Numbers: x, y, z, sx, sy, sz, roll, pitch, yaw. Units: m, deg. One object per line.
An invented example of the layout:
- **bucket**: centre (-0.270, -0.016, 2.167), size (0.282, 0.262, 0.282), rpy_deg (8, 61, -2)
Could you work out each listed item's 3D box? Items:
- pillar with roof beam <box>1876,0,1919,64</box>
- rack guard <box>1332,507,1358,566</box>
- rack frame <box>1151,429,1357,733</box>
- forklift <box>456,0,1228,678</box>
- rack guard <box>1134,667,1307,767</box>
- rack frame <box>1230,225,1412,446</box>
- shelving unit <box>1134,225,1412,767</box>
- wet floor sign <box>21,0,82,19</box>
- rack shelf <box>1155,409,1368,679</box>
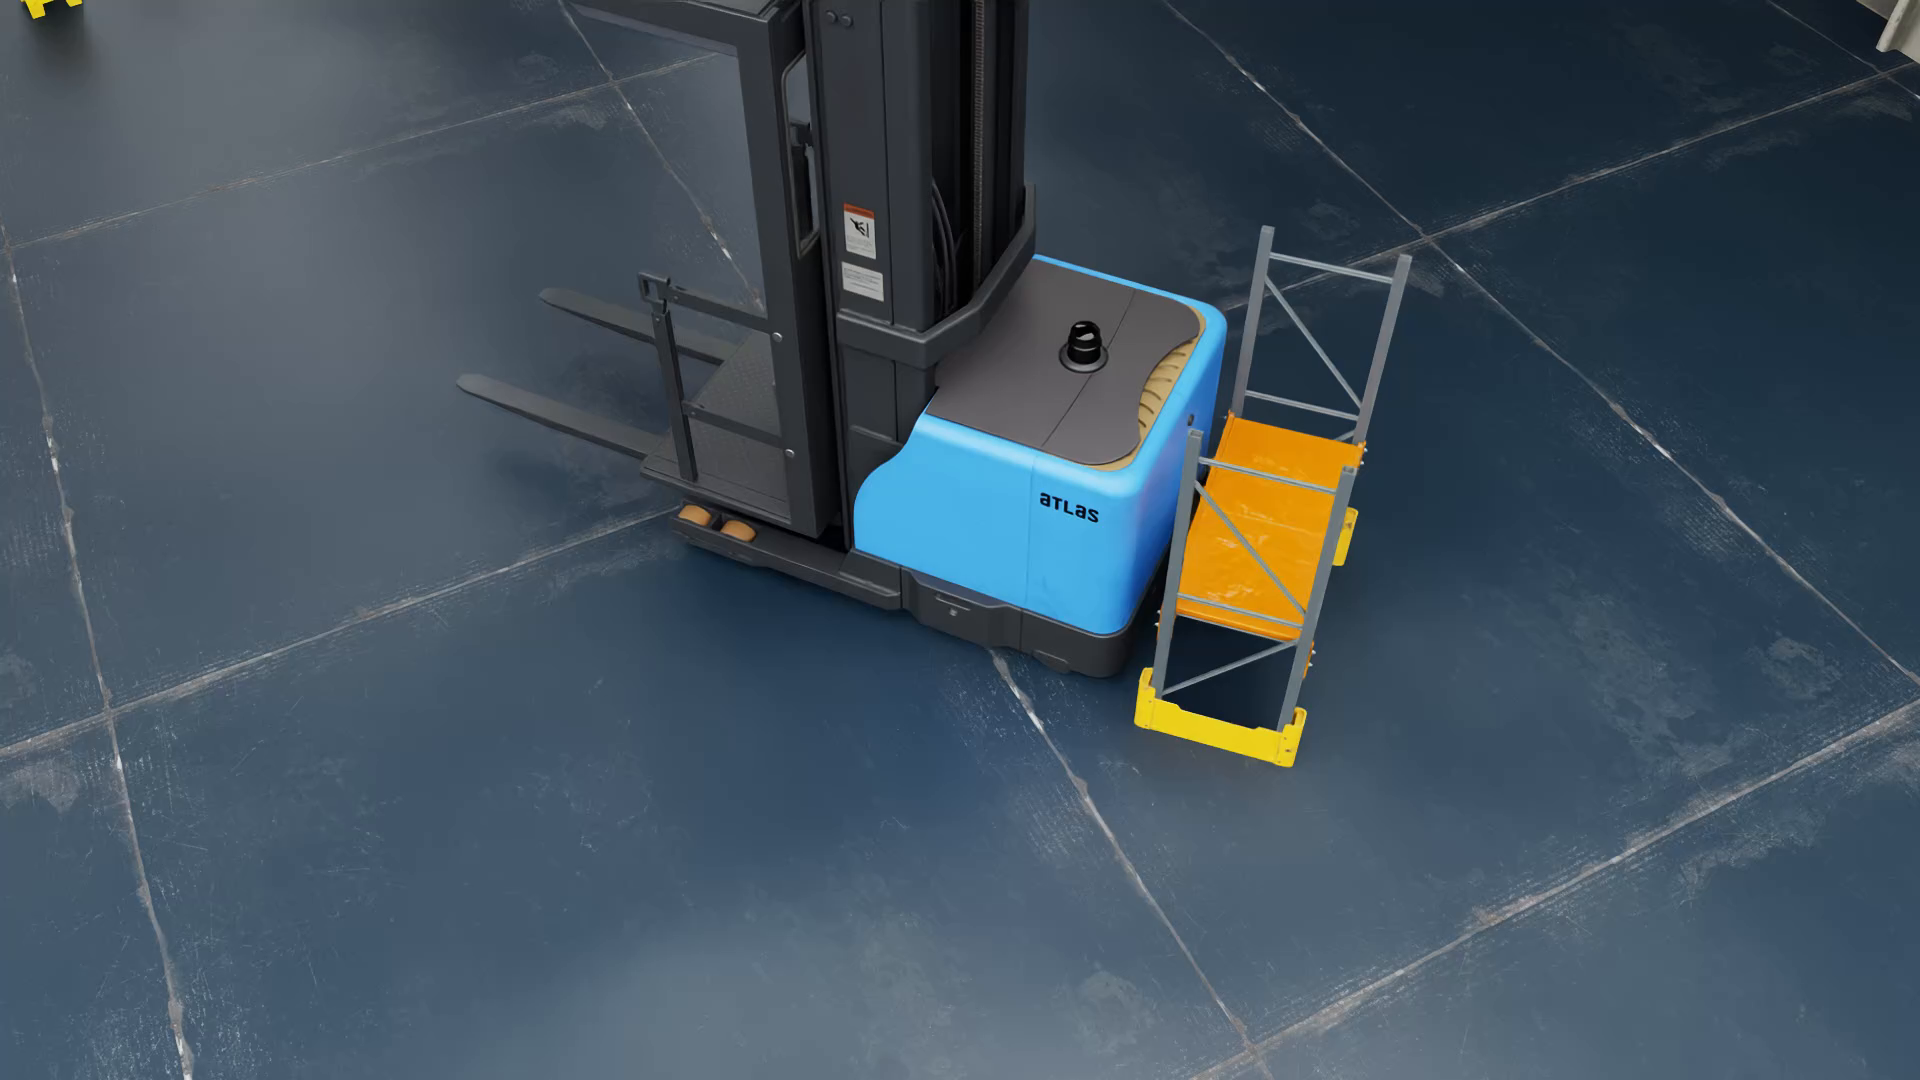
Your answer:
- **pillar with roof beam**: centre (1.334, -4.058, 4.213), size (9.100, 9.000, 0.400), rpy_deg (-21, 52, -18)
- **rack guard**: centre (1.246, -0.077, 6.544), size (0.587, 0.250, 0.087), rpy_deg (15, 50, 12)
- **rack frame**: centre (-3.075, -5.548, 10.299), size (12.976, 1.800, 11.696), rpy_deg (15, 50, 12)
- **forklift**: centre (-0.588, -1.222, 5.764), size (3.031, 2.935, 1.130), rpy_deg (19, 52, 16)
- **rack guard**: centre (0.921, 0.632, 5.924), size (0.587, 0.250, 0.087), rpy_deg (15, 50, 12)
- **rack frame**: centre (1.246, -0.489, 6.074), size (0.500, 1.500, 0.032), rpy_deg (15, 50, 12)
- **shelving unit**: centre (-3.056, -5.539, 10.292), size (13.019, 1.800, 11.704), rpy_deg (15, 50, 12)
- **wet floor sign**: centre (-5.060, -3.207, 9.019), size (0.267, 0.644, 0.232), rpy_deg (-30, 55, -23)
- **rack shelf**: centre (1.080, -0.009, 5.893), size (0.538, 0.185, 1.000), rpy_deg (15, 50, 12)
